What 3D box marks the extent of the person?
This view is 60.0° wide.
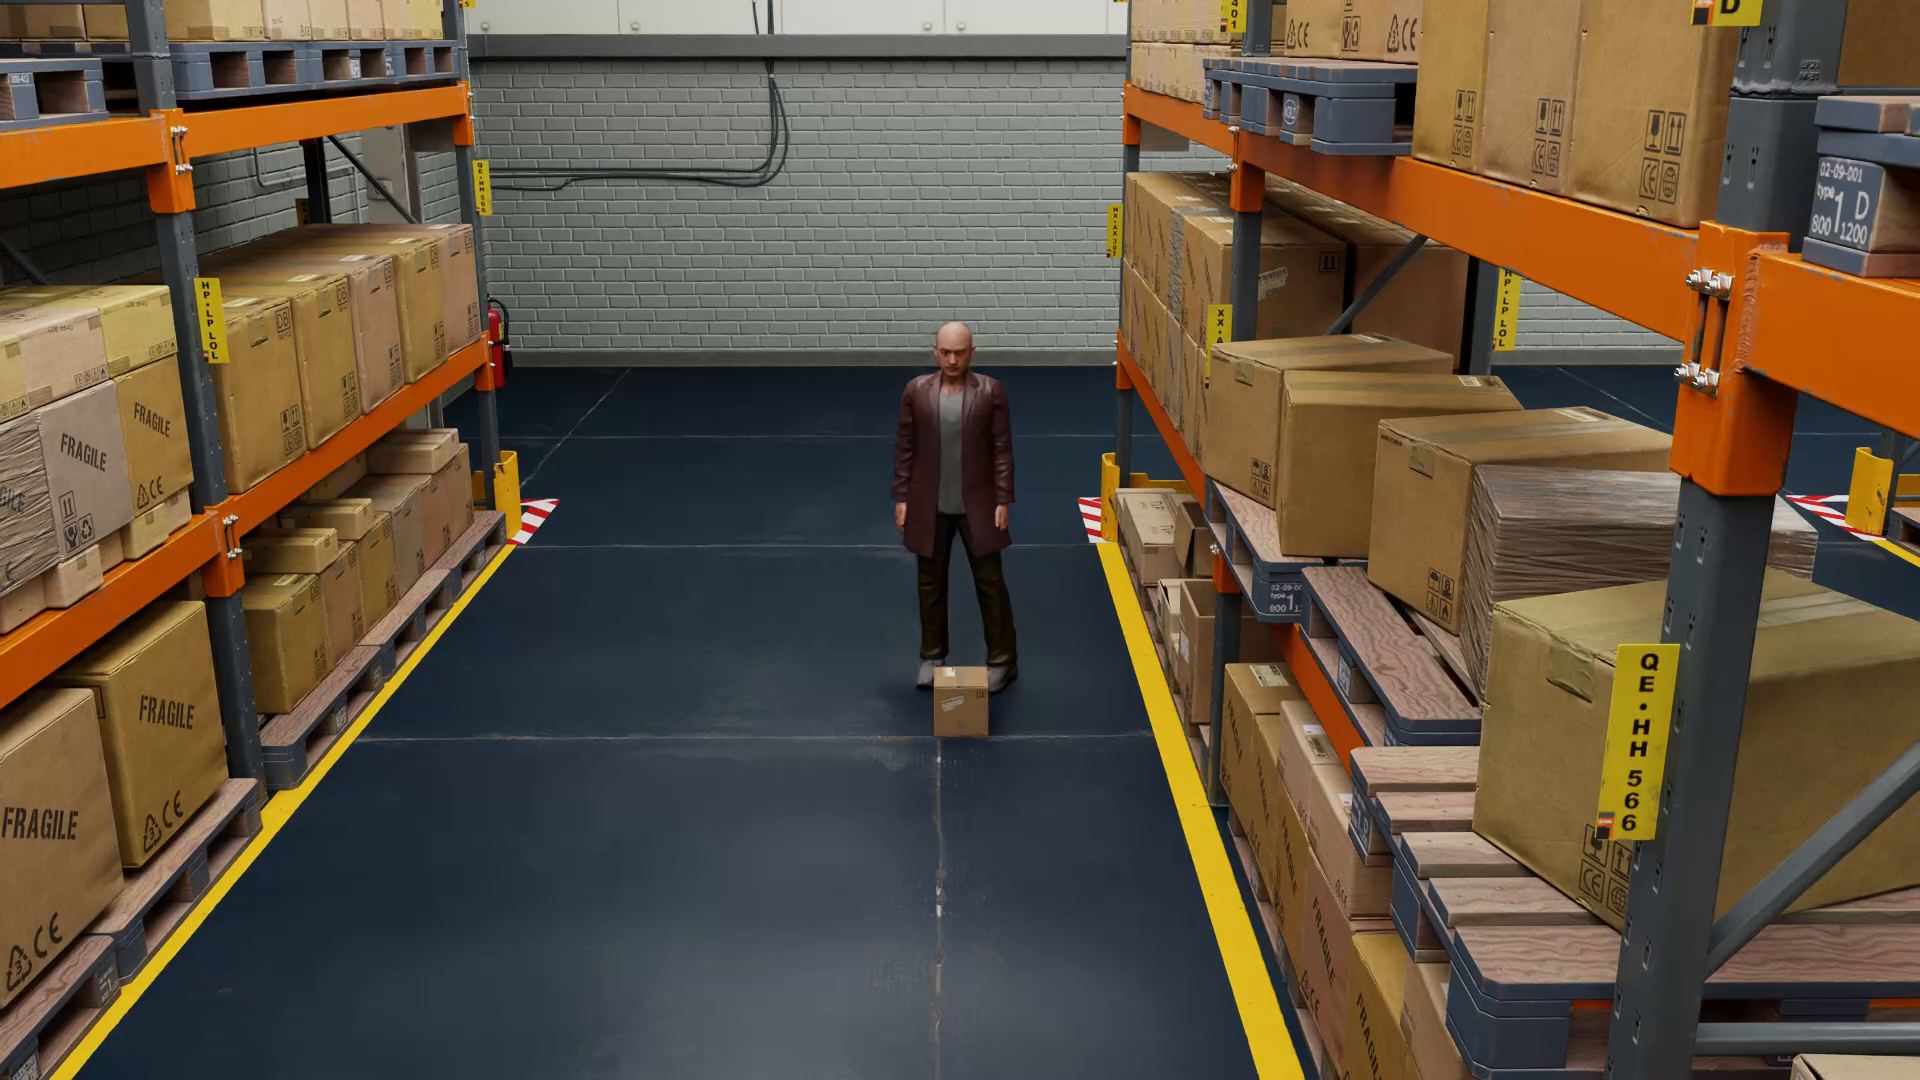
[{"bbox_3d":[-0.036,-0.158,8.049,0.638,1.782,0.425,2,17,7],"label":"person"}]
